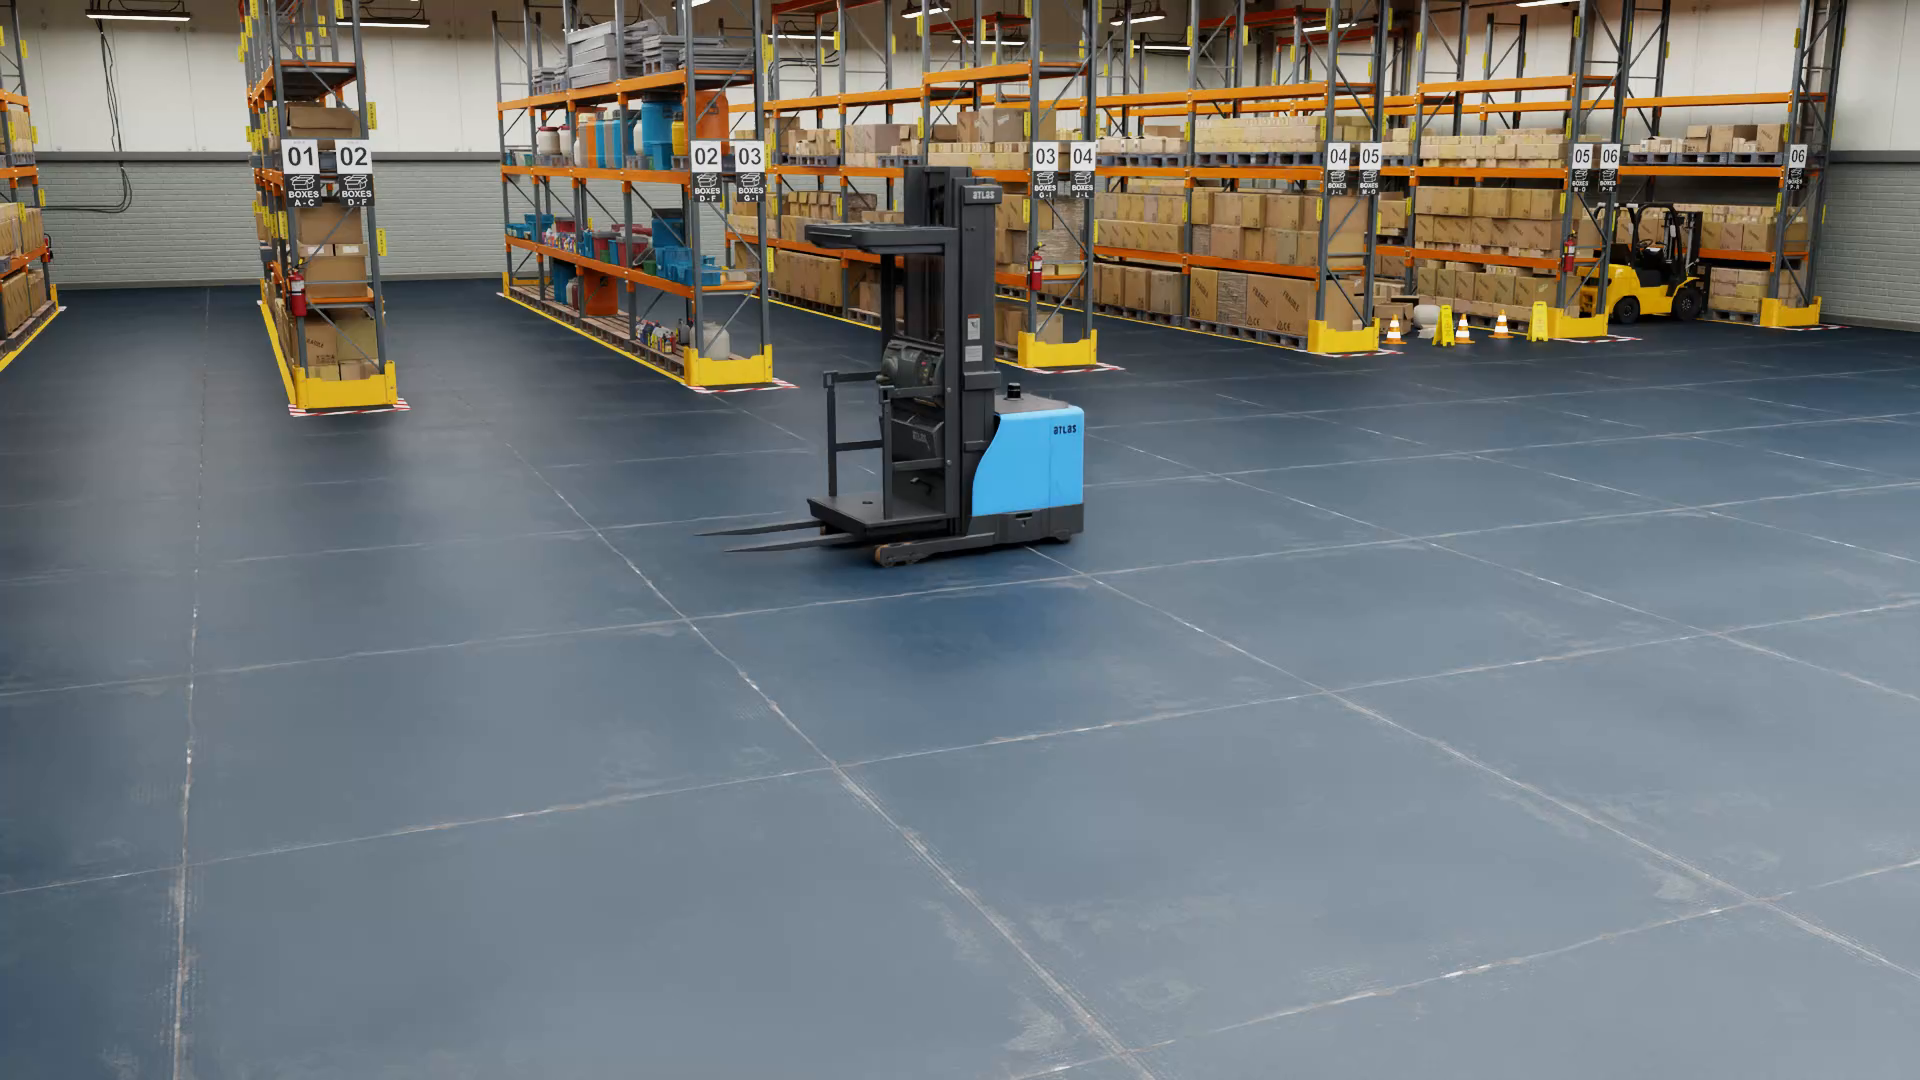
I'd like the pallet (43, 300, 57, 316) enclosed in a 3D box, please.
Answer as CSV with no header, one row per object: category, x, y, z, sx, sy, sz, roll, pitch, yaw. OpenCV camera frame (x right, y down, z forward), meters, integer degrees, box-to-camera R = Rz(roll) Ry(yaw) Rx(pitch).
pallet,-18.165,-4.486,32.286,1.003,0.211,1.213,-6,14,-23

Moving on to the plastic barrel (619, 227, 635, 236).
plastic barrel,-5.667,-5.106,28.532,0.421,0.512,0.421,0,13,0

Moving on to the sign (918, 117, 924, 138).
sign,-0.641,-6.720,27.081,0.100,0.325,0.005,-6,14,-23

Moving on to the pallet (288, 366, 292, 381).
pallet,-8.933,-2.445,23.467,1.003,0.211,1.213,-6,14,-23

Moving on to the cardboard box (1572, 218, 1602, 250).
cardboard box,10.612,-5.251,28.525,0.500,0.500,0.500,-6,14,-24

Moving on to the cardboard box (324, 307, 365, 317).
cardboard box,-8.433,-2.919,22.833,0.500,0.500,0.500,-6,14,-23

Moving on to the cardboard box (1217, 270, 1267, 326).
cardboard box,5.003,-4.140,28.388,0.875,0.875,0.875,-6,14,-23

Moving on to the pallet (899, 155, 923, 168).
pallet,-0.284,-6.373,28.017,1.213,0.211,1.003,-6,14,-23

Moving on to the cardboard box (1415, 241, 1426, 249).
cardboard box,8.778,-5.545,31.231,0.380,0.149,0.250,-6,14,-23

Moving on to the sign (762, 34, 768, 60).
sign,-2.565,-6.462,21.796,0.100,0.325,0.005,-6,14,-23

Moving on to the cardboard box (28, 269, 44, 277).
cardboard box,-17.967,-5.160,32.187,0.380,0.149,0.250,-6,14,-24

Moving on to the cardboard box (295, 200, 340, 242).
cardboard box,-8.023,-4.043,21.087,0.700,0.500,0.500,-6,14,-24

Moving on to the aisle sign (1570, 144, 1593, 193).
aisle sign,10.307,-6.162,27.577,0.394,0.787,0.004,-6,14,-23

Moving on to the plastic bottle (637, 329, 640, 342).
plastic bottle,-4.906,-3.143,25.529,0.097,0.201,0.097,0,13,0

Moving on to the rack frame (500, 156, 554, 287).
rack frame,-9.480,-6.898,36.521,1.000,3.000,0.127,-6,14,-23

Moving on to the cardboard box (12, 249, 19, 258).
cardboard box,-16.215,-4.863,28.241,0.380,0.149,0.250,-6,14,-23

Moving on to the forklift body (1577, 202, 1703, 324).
forklift body,12.663,-5.197,31.056,2.313,2.155,1.214,-6,14,-23

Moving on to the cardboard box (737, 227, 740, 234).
cardboard box,-4.789,-6.960,37.347,0.380,0.149,0.250,-6,14,-24

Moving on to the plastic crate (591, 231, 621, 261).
plastic crate,-5.908,-4.915,27.810,0.402,0.464,0.583,-6,14,-23

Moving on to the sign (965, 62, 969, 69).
sign,0.160,-11.273,39.698,0.100,0.325,0.005,-6,14,-23

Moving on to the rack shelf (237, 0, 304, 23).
rack shelf,-13.218,-10.229,31.836,1.077,0.370,4.000,-6,14,-23

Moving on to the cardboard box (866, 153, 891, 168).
cardboard box,-1.362,-6.749,29.559,0.500,0.250,0.500,-5,14,-22

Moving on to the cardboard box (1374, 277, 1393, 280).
cardboard box,8.162,-5.085,33.586,0.950,0.372,0.625,-5,14,-21

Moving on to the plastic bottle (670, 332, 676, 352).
plastic bottle,-4.186,-2.887,24.241,0.061,0.283,0.133,-6,14,-23

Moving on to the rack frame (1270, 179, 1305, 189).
rack frame,8.685,-8.689,44.262,1.000,3.000,0.127,-6,14,-23

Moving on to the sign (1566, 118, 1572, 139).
sign,10.032,-6.781,27.402,0.100,0.325,0.005,-6,14,-23

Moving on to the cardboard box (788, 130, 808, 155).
cardboard box,-3.098,-8.114,33.972,0.700,0.500,0.500,-5,14,-22

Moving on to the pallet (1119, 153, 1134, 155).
pallet,4.446,-9.506,41.335,1.003,0.211,1.213,-6,14,-23

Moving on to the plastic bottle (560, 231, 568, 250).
plastic bottle,-7.311,-5.539,30.758,0.144,0.351,0.185,-6,14,-23

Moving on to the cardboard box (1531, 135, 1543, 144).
cardboard box,9.955,-6.813,28.291,0.380,0.149,0.250,-6,14,-24

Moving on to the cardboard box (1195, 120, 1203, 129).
cardboard box,4.285,-7.168,28.671,0.380,0.149,0.250,-5,14,-22

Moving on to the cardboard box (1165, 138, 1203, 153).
cardboard box,4.021,-7.066,29.775,0.500,0.250,0.500,-5,14,-22

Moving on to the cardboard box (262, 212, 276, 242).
cardboard box,-12.099,-5.624,29.863,0.700,0.500,0.500,-3,13,-14

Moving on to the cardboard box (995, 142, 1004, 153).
cardboard box,0.742,-5.812,24.625,0.380,0.149,0.250,-6,14,-23

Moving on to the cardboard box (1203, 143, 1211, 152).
cardboard box,4.391,-6.726,28.531,0.380,0.149,0.250,-6,14,-23

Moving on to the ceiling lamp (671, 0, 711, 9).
ceiling lamp,-4.978,-11.918,31.963,0.800,3.185,2.000,-6,14,-23

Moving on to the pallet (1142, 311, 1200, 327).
pallet,4.073,-4.087,30.561,1.003,0.211,1.213,-6,14,-23

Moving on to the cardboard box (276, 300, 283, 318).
cardboard box,-10.656,-3.694,26.601,0.500,0.311,0.500,-6,14,-24

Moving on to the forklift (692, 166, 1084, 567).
forklift,-0.547,-1.360,12.746,3.031,2.935,1.130,-7,15,-28

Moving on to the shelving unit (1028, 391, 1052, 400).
shelving unit,0.616,-0.723,14.159,0.252,1.050,0.215,11,17,42

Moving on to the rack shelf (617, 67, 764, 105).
rack shelf,-3.871,-6.383,23.473,1.077,0.370,4.000,-6,14,-23

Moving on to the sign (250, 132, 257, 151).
sign,-12.911,-7.287,30.405,0.100,0.325,0.005,-6,14,-23

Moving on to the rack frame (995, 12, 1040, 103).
rack frame,1.246,-9.869,36.052,1.000,3.000,0.127,-6,14,-23

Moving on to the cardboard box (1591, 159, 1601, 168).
cardboard box,10.713,-6.371,28.151,0.380,0.149,0.250,-6,14,-23

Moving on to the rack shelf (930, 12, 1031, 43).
rack shelf,0.445,-11.550,37.544,1.077,0.370,4.000,-6,14,-23

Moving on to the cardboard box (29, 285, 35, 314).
cardboard box,-17.160,-4.327,30.026,0.700,0.500,0.500,-5,14,-22

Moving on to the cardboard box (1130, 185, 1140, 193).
cardboard box,4.497,-8.439,40.743,0.500,0.500,0.500,-6,14,-23

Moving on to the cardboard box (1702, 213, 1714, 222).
cardboard box,14.163,-6.058,31.230,0.380,0.149,0.250,-6,14,-23

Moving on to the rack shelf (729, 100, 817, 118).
rack shelf,-4.140,-9.309,36.118,1.077,0.370,4.000,-6,14,-23

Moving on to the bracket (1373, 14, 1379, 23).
bracket,10.343,-12.818,40.814,0.235,0.232,0.430,-6,14,-23

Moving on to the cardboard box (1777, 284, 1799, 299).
cardboard box,15.097,-4.608,30.686,0.500,0.250,0.500,-5,14,-22
